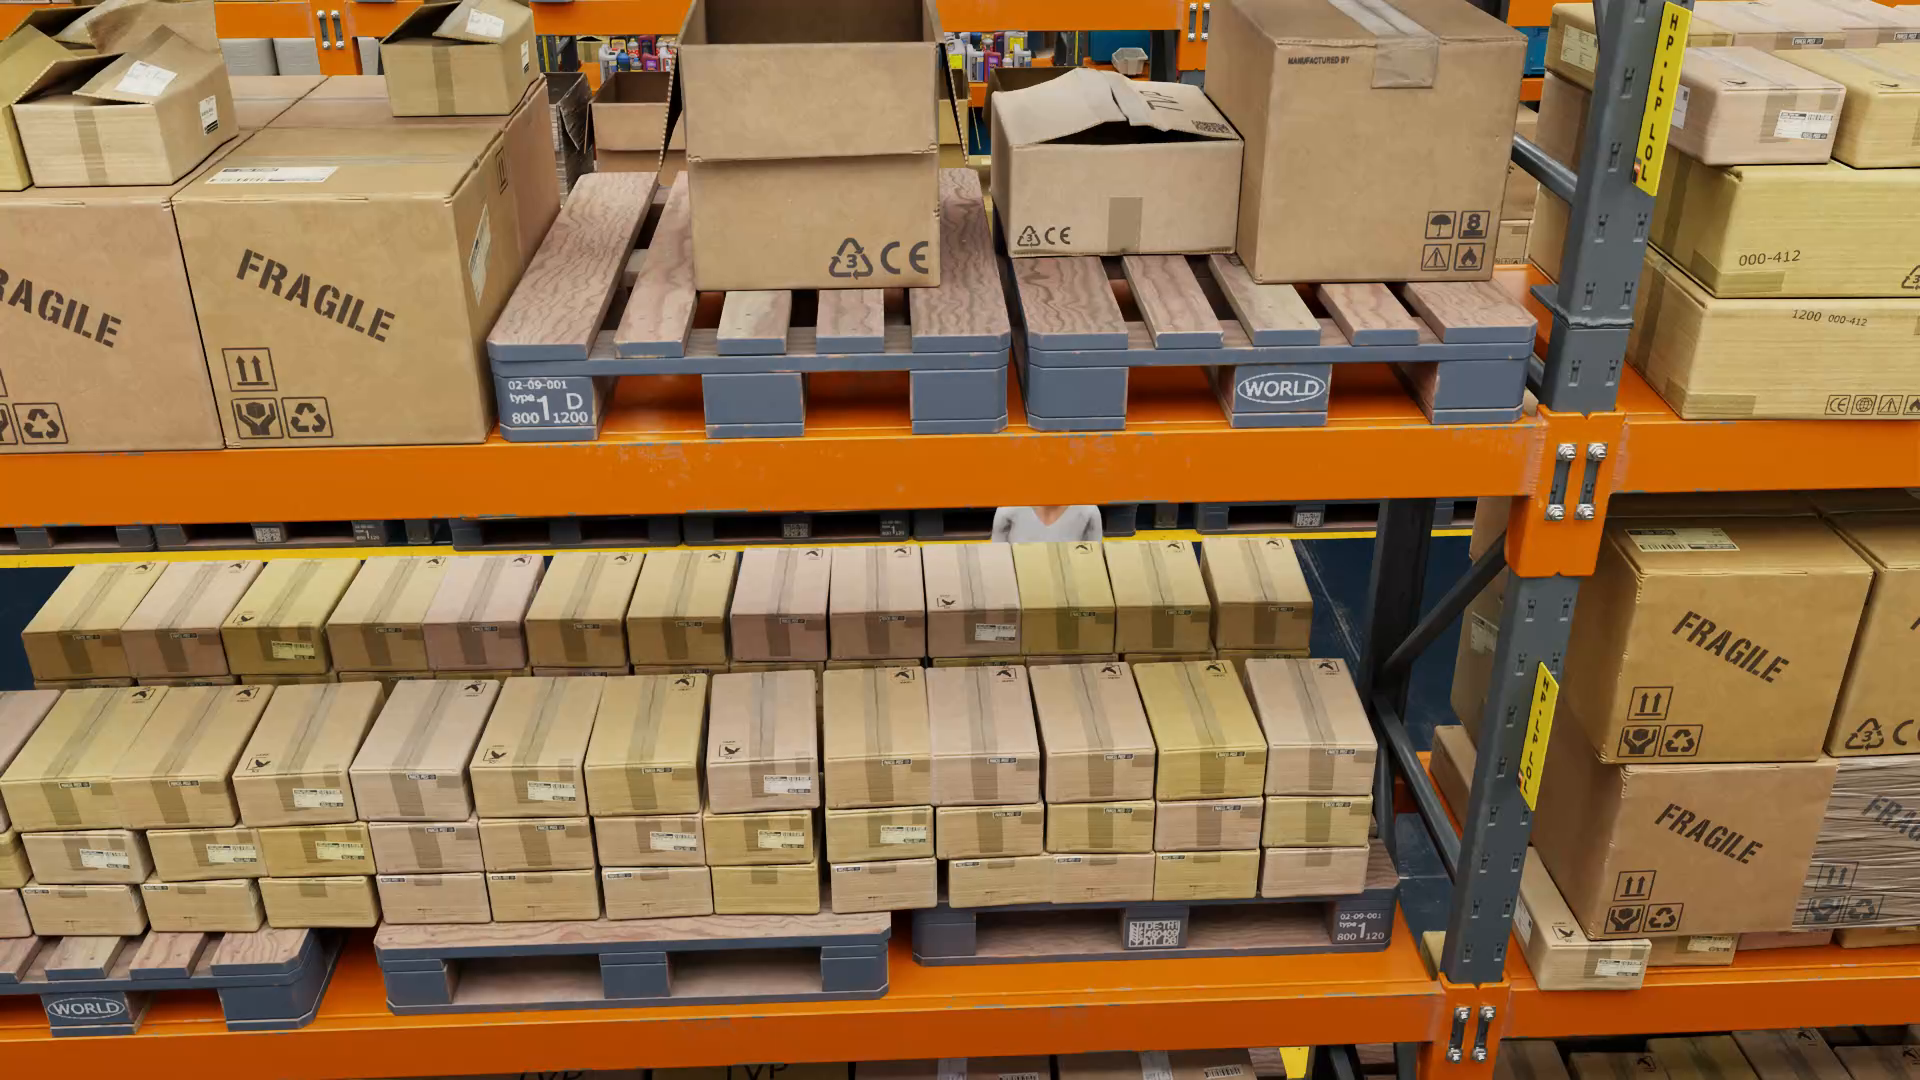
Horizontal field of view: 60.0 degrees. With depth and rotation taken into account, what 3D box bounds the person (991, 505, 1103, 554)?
[{"bbox_3d":[0.329,0.387,6.394,0.438,1.662,0.552,-1,28,-2],"label":"person"}]
